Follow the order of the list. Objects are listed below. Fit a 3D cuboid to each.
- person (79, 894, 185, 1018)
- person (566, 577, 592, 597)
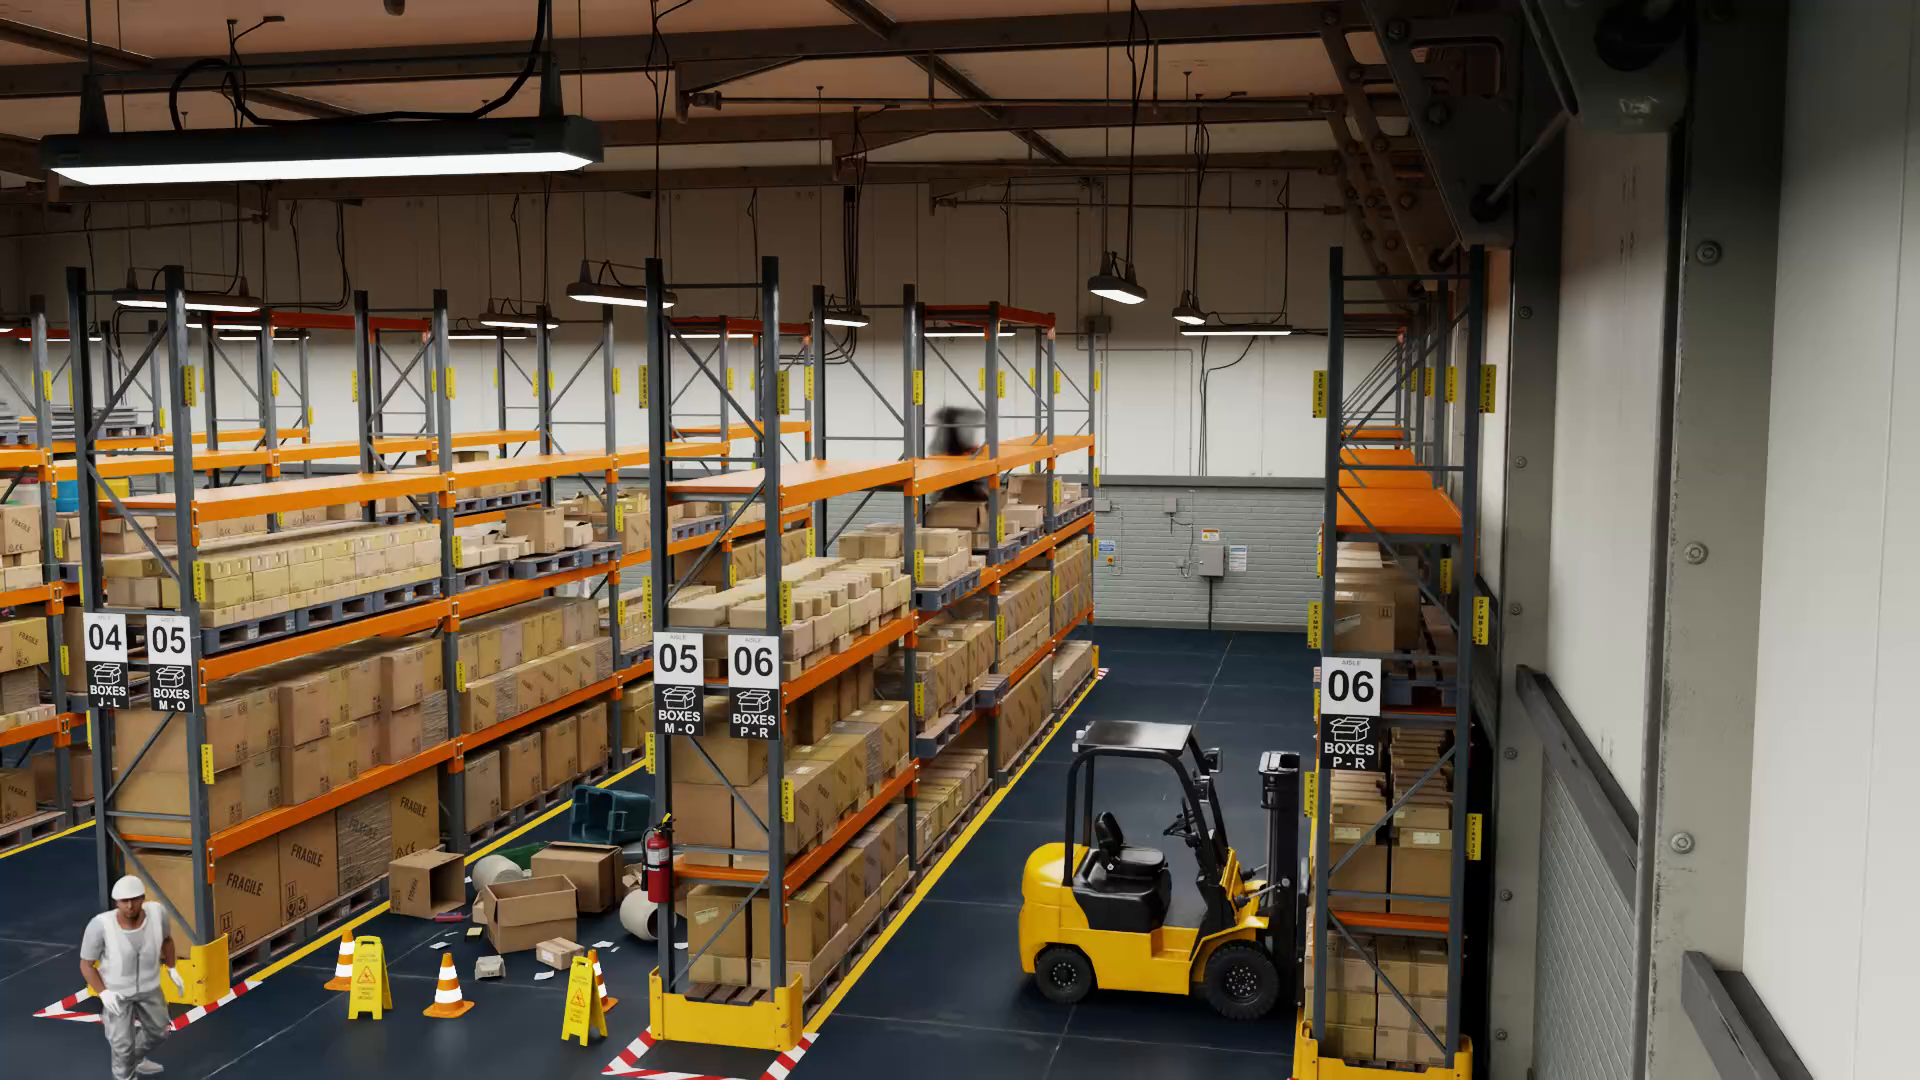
[{"bbox_3d":[-5.776,2.796,11.578,0.495,0.939,0.653,5,8,41],"label":"person"},{"bbox_3d":[-7.329,0.968,31.895,0.670,1.666,0.898,-4,7,-35],"label":"person"}]
